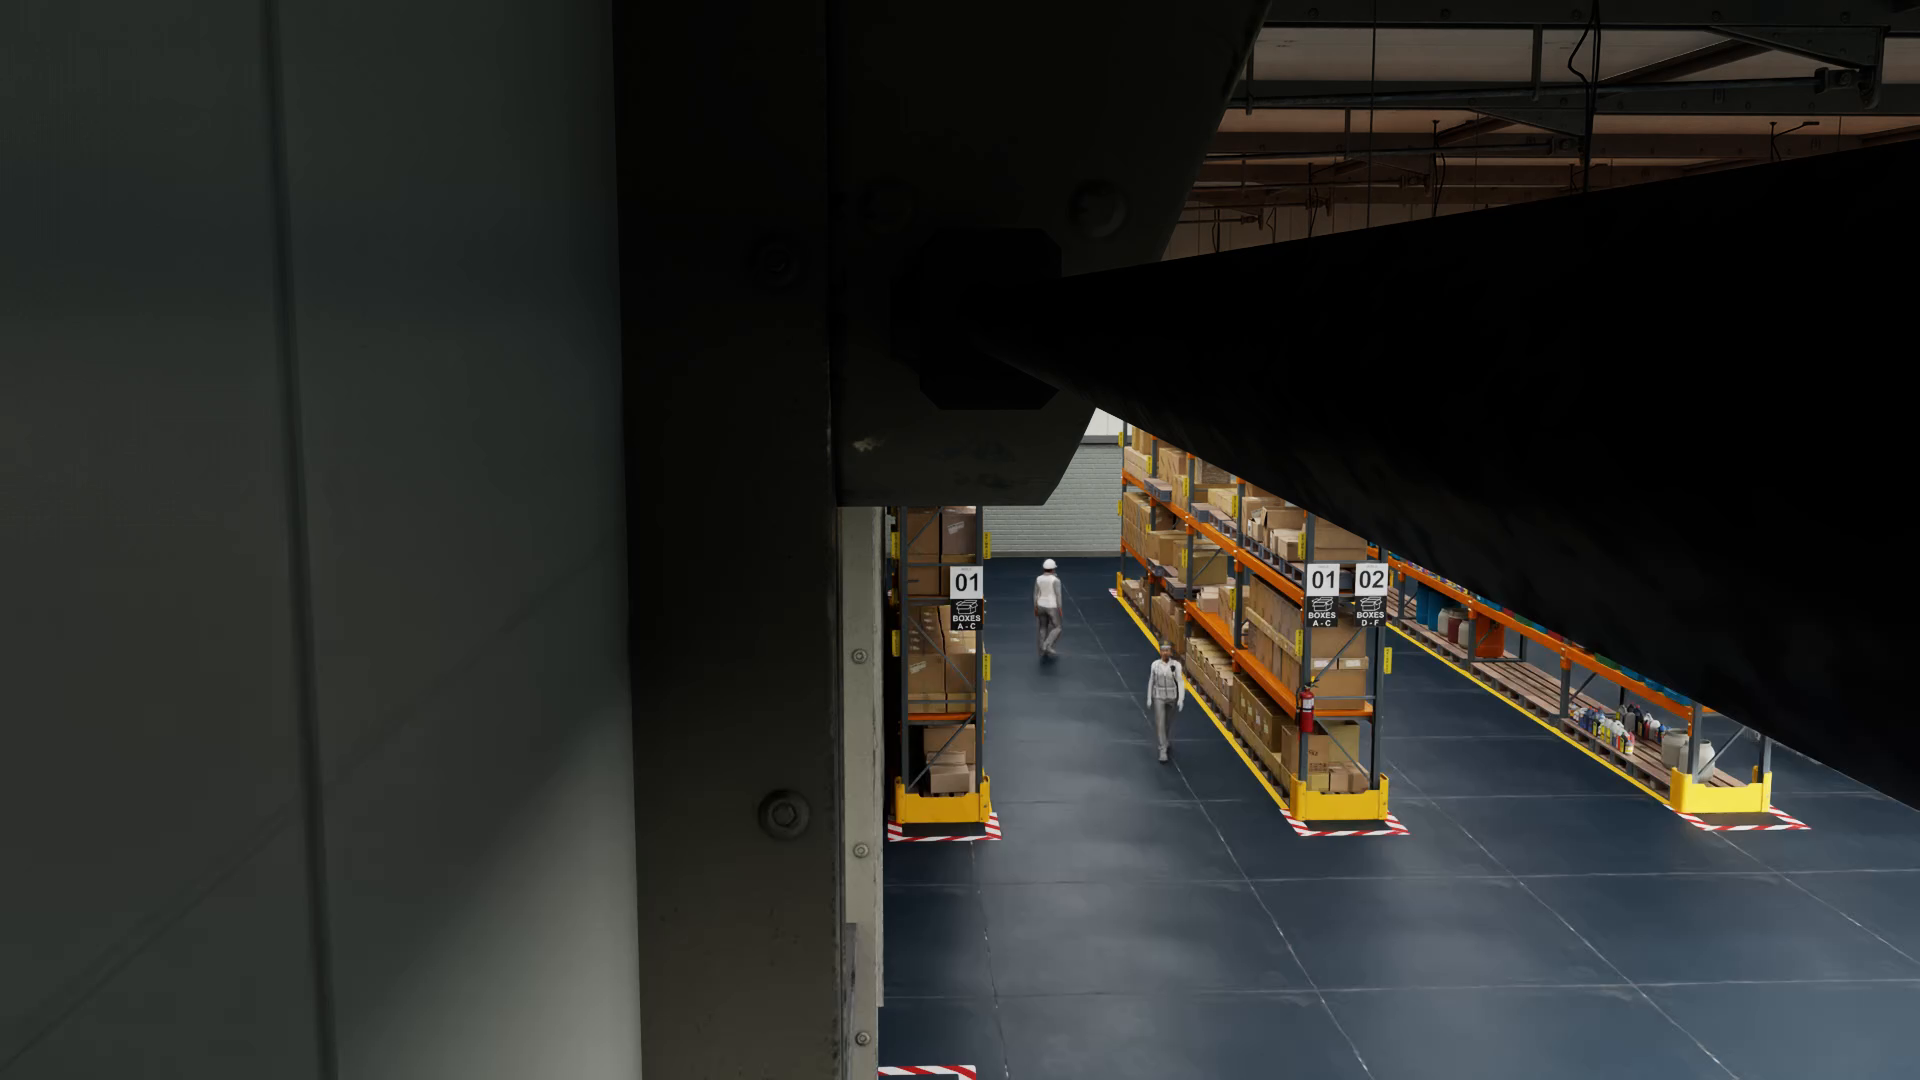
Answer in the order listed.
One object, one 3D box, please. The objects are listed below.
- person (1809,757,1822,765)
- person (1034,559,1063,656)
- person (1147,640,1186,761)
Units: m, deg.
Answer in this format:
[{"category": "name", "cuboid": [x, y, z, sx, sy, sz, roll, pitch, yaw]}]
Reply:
[{"category": "person", "cuboid": [12.034, 2.251, 23.303, 0.653, 1.706, 0.668, -1, 8, -8]}, {"category": "person", "cuboid": [1.574, 1.233, 30.093, 0.576, 1.770, 0.539, 6, 10, 36]}, {"category": "person", "cuboid": [2.918, 2.221, 23.430, 0.503, 1.624, 1.022, 0, 8, -2]}]
